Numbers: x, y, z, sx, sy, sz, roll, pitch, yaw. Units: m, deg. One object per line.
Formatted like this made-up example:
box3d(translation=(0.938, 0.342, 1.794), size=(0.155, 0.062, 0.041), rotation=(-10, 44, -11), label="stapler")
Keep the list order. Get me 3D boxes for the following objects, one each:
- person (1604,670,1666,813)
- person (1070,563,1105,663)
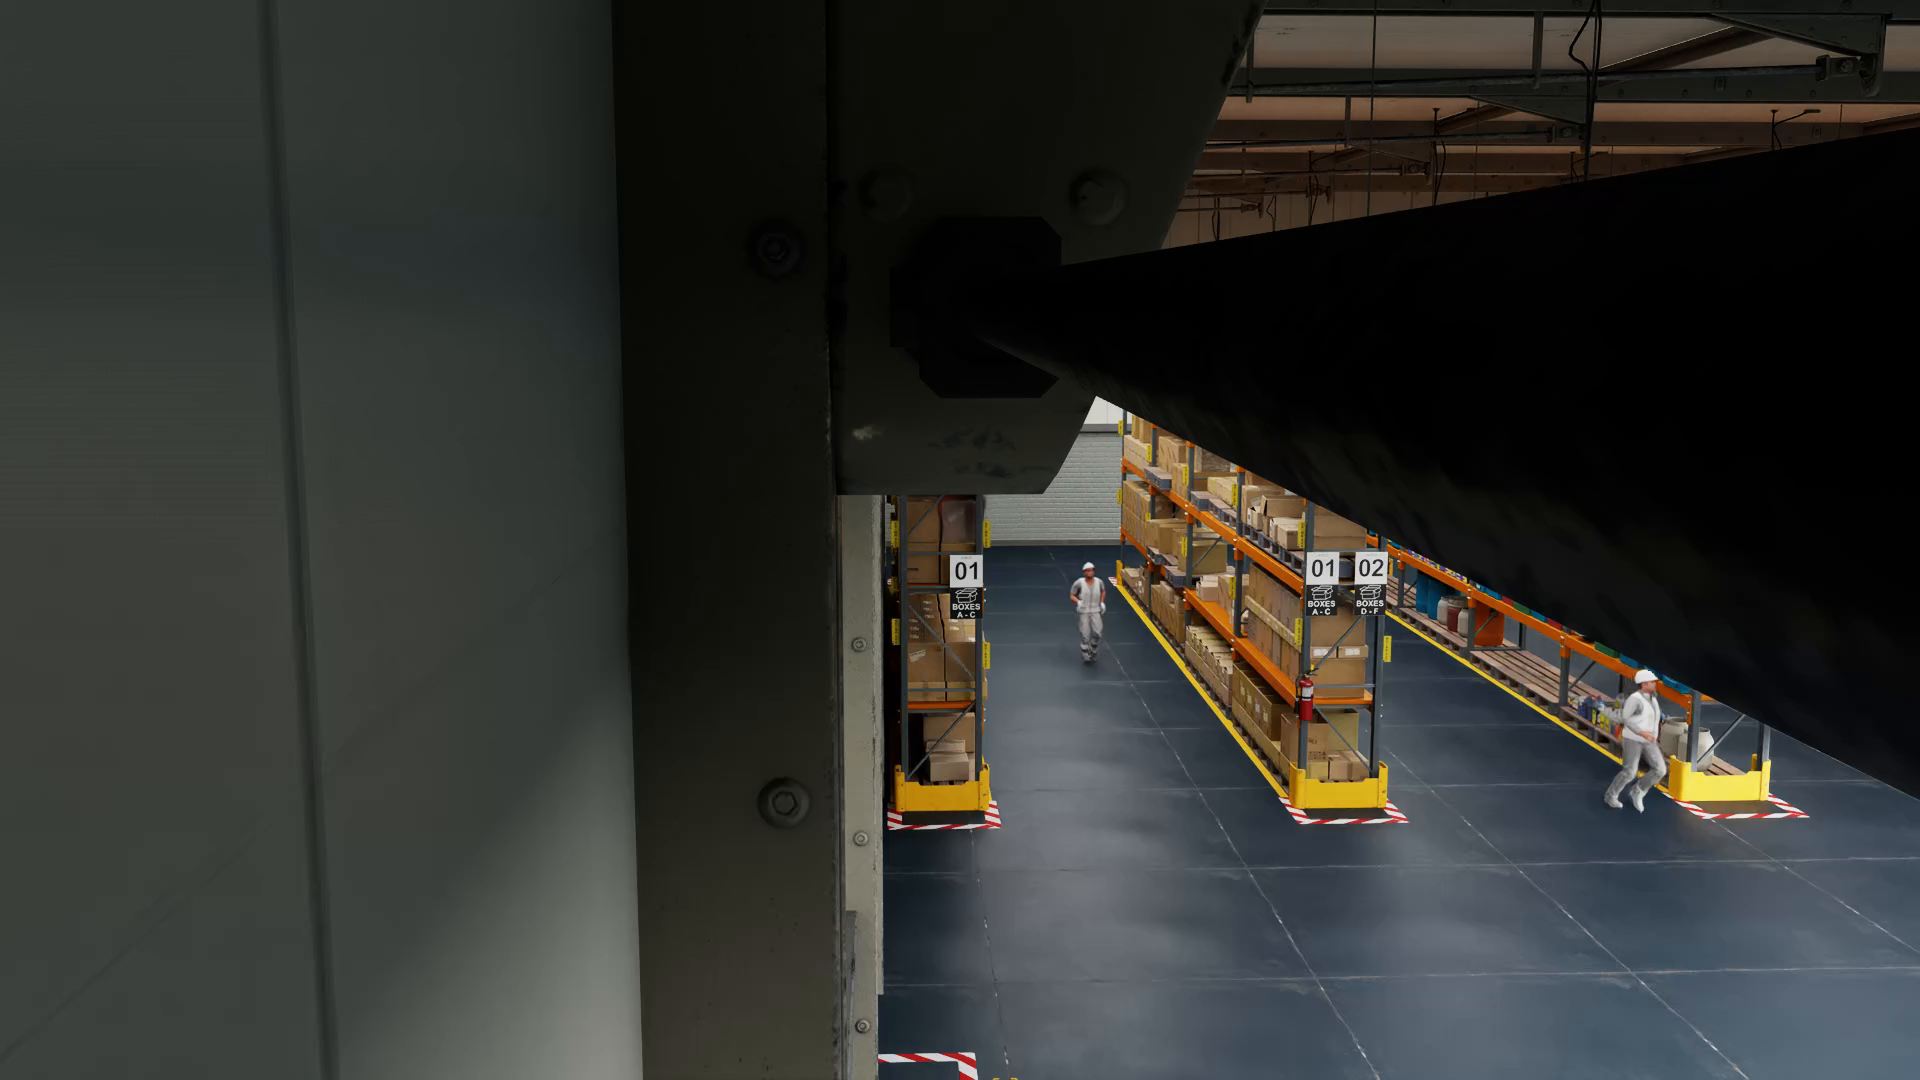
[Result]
box3d(translation=(8.422, 2.469, 20.516), size=(0.715, 1.750, 0.641), rotation=(-5, 10, -32), label="person")
box3d(translation=(2.213, 1.260, 28.514), size=(0.648, 1.759, 0.640), rotation=(-1, 8, -6), label="person")
